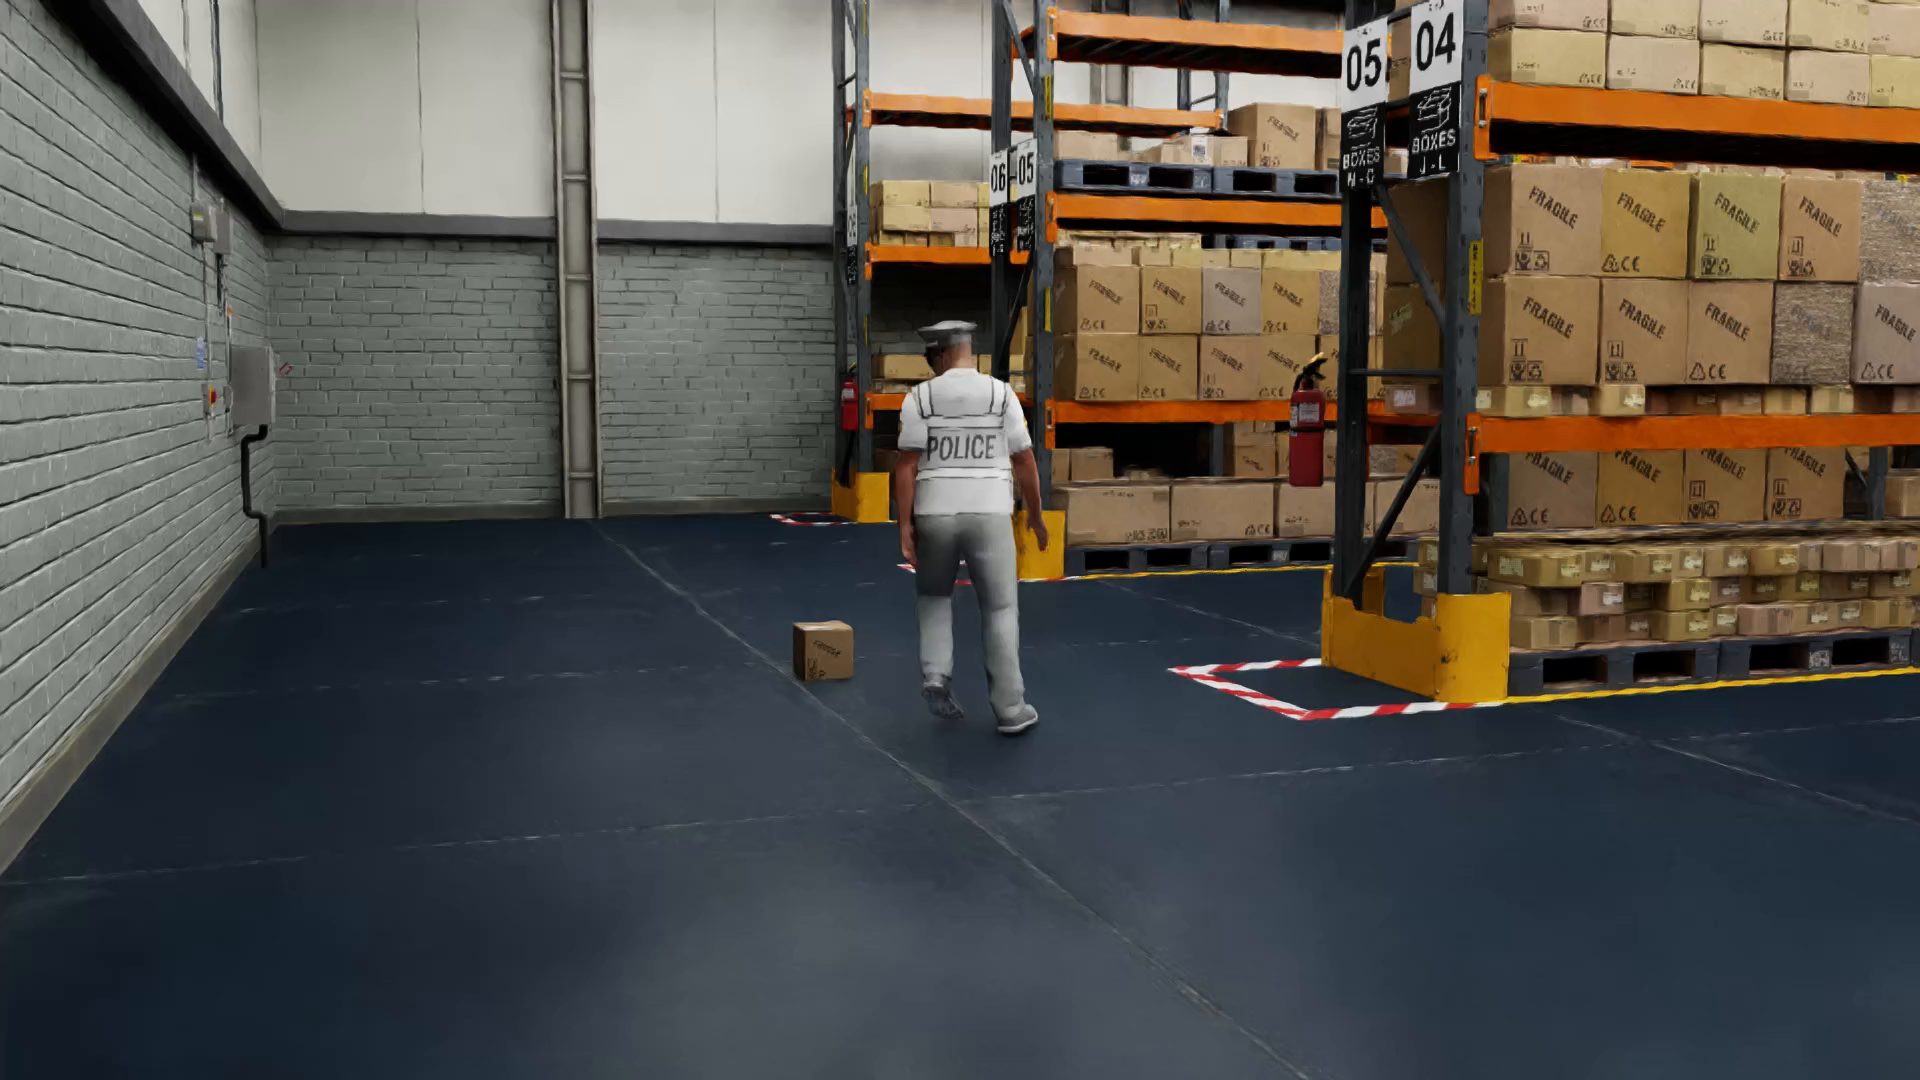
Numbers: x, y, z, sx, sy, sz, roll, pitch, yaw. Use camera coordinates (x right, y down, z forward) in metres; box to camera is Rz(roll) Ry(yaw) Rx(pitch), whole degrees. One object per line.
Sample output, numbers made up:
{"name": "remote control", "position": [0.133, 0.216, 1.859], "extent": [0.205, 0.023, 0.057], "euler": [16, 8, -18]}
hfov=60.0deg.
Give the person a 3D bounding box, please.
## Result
{"name": "person", "position": [0.052, -0.076, 7.079], "extent": [0.626, 1.711, 0.524], "euler": [1, 6, 8]}
